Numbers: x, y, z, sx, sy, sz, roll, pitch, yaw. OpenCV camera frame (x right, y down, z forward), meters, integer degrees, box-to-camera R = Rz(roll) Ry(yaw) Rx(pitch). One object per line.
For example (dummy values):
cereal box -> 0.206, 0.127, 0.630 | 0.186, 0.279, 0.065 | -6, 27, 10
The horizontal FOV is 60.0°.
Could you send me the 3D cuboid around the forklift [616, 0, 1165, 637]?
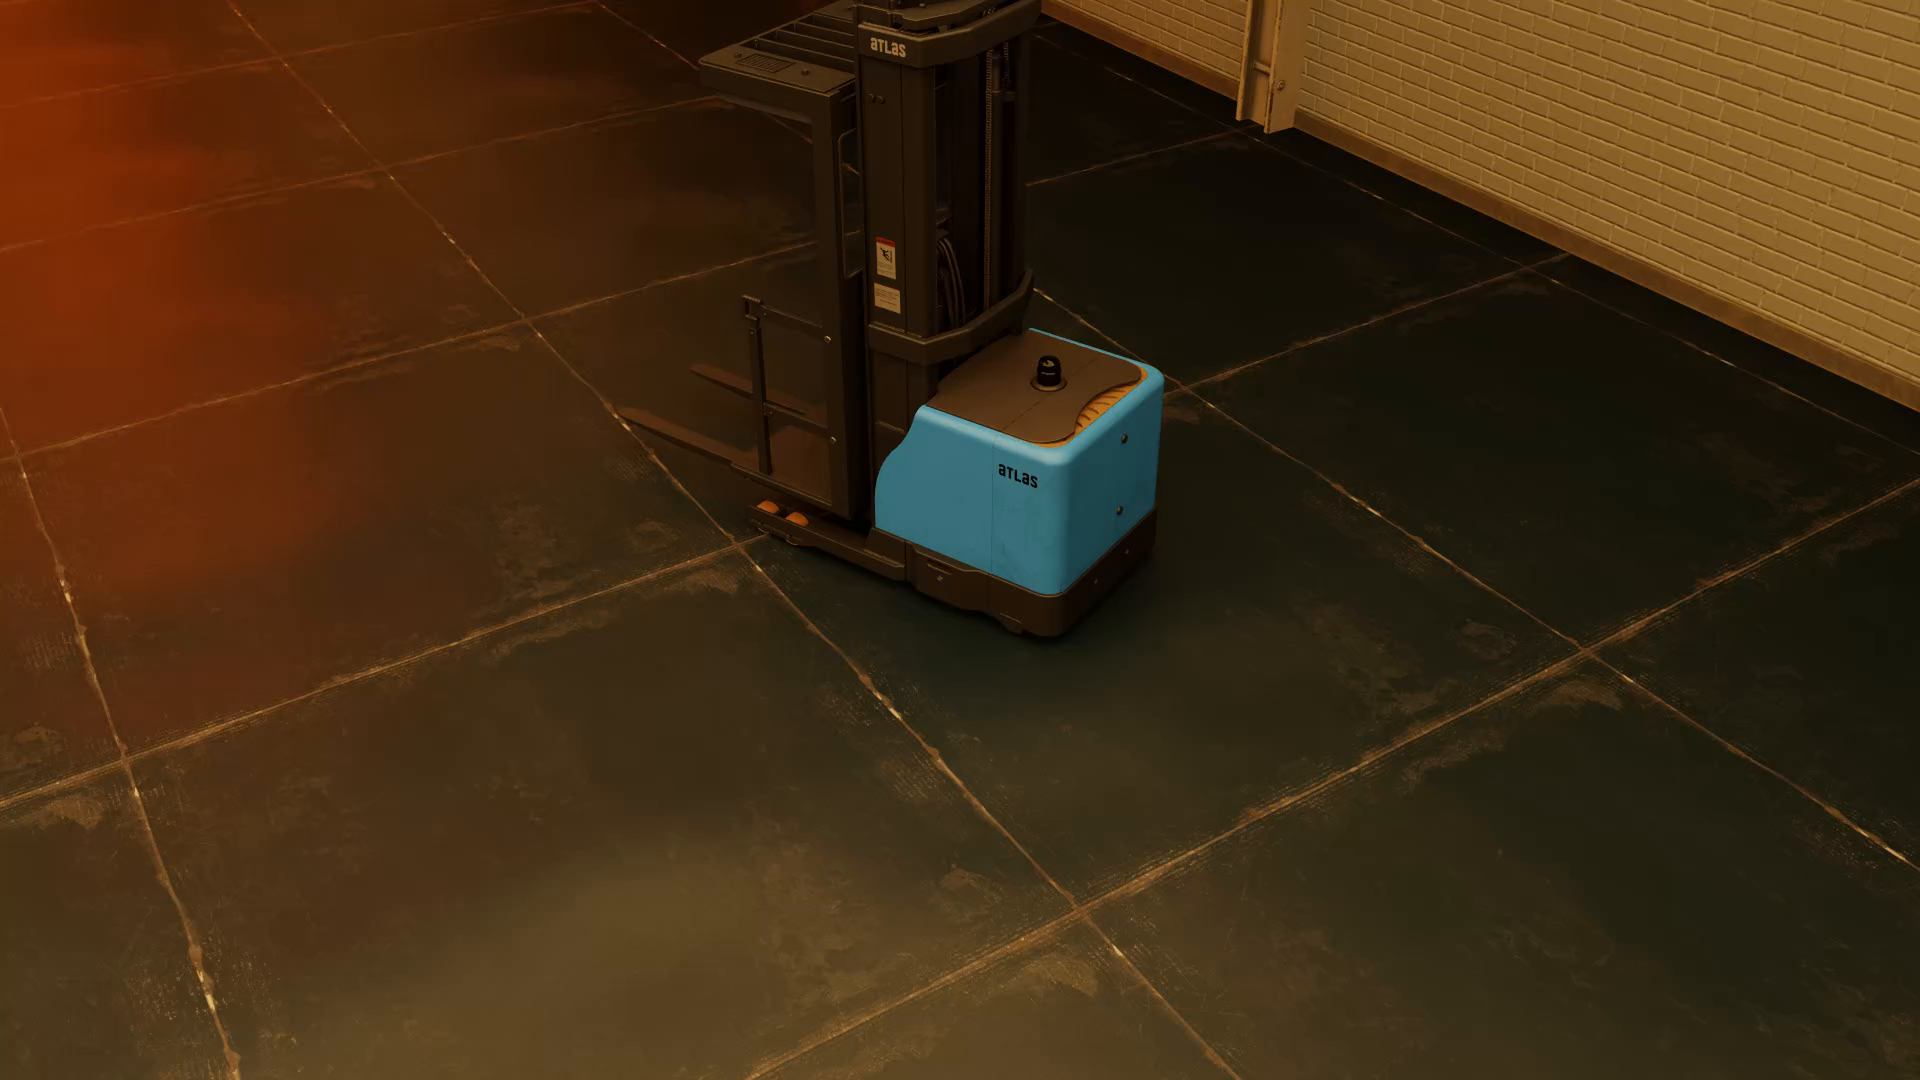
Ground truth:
forklift -> -0.500, -1.399, 8.138 | 3.031, 2.935, 1.130 | 22, 41, 28
